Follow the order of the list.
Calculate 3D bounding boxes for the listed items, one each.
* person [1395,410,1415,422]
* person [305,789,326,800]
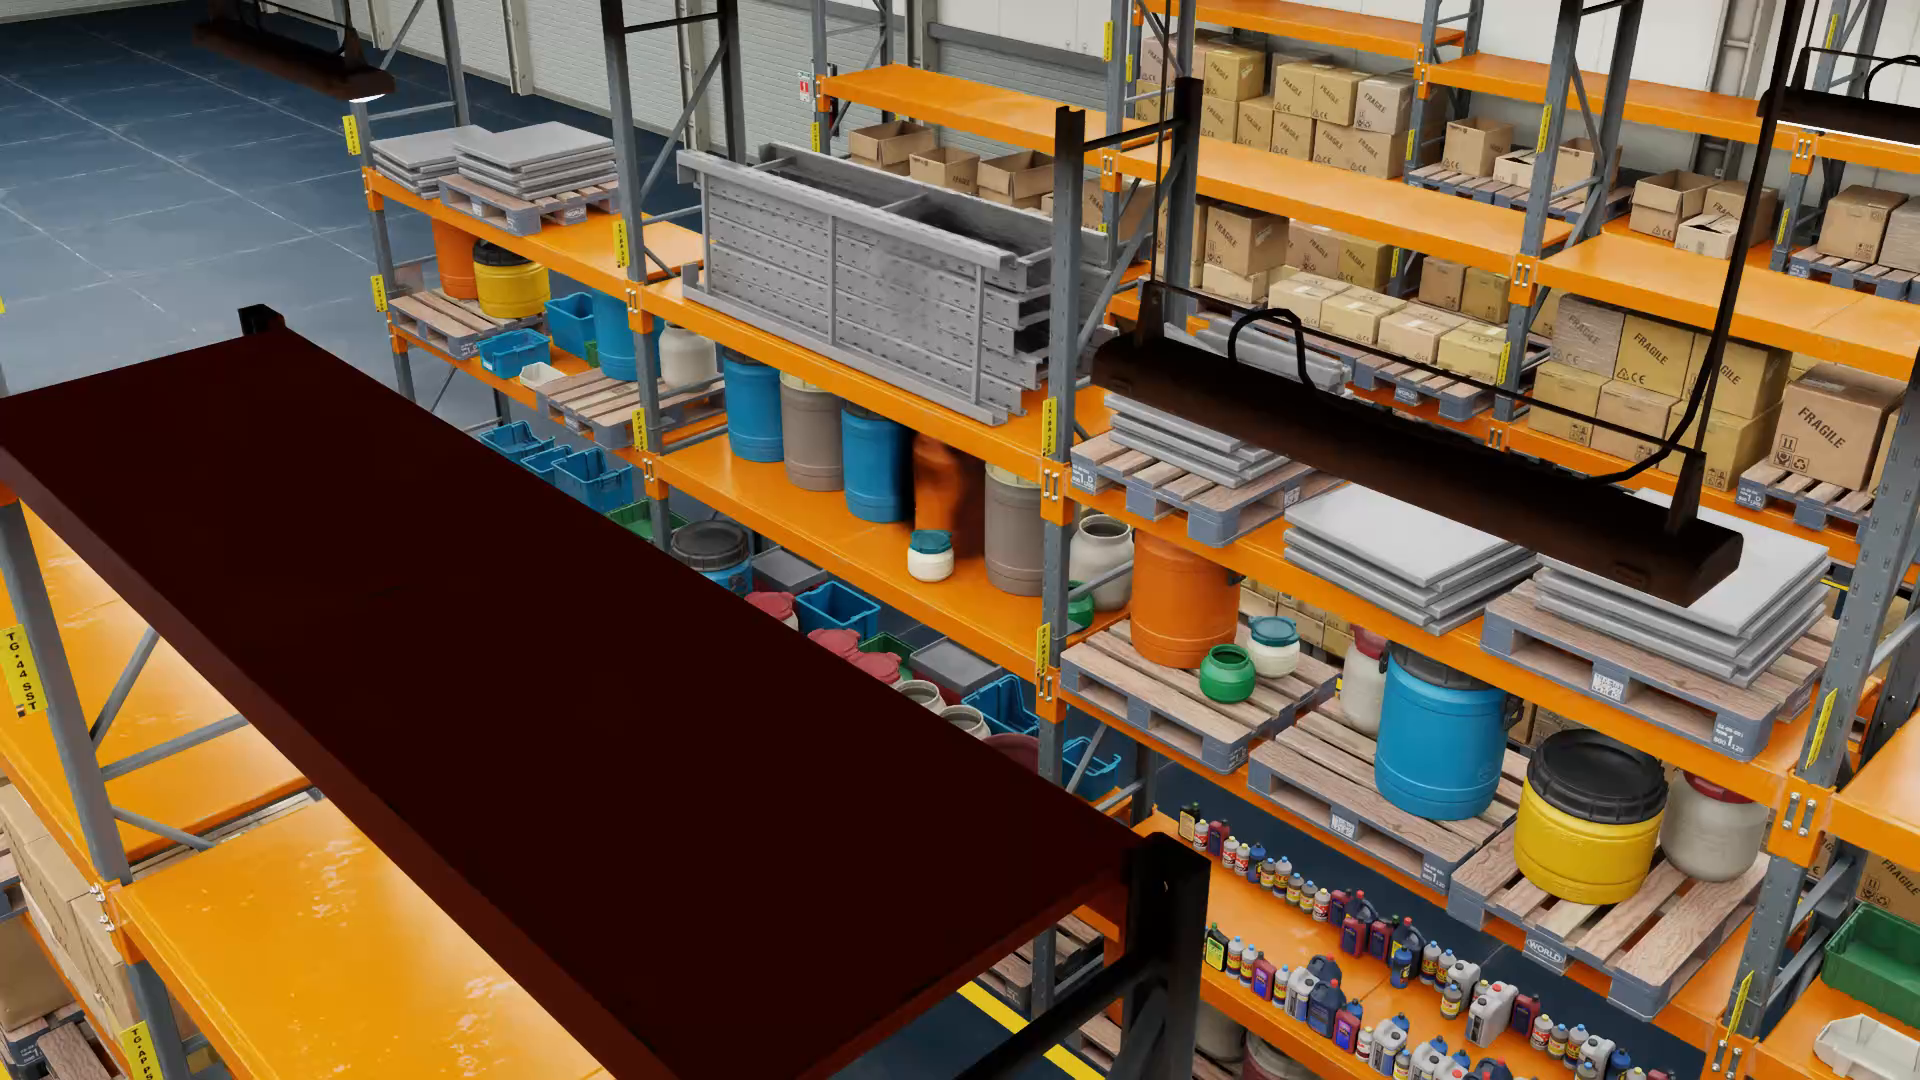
[{"bbox_3d":[4.470,-0.398,15.869,0.884,1.637,0.738,11,30,20],"label":"person"},{"bbox_3d":[-4.899,1.424,12.335,0.615,1.663,0.766,-8,29,-15],"label":"person"}]
